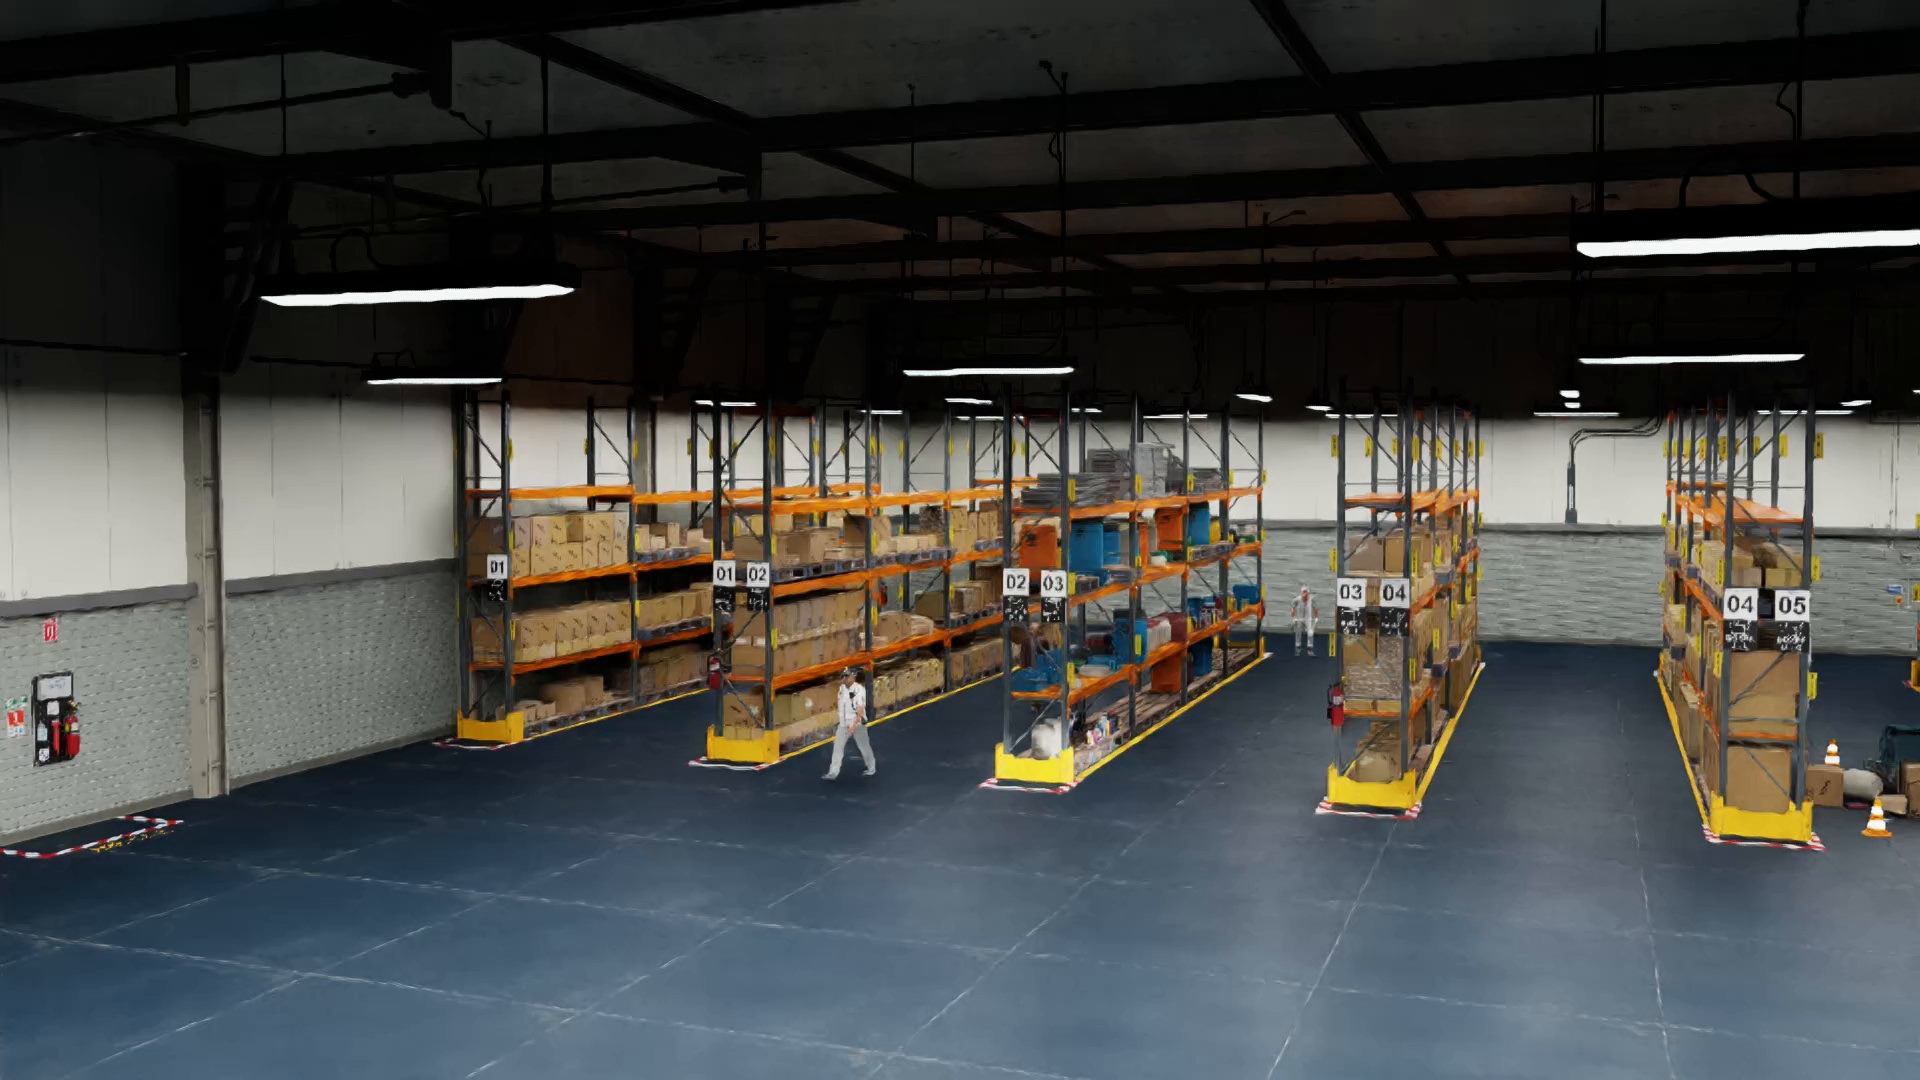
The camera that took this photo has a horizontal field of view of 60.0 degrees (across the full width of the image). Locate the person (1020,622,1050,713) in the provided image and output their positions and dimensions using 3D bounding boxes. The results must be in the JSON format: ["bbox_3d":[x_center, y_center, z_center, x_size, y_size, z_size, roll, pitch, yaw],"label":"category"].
[{"bbox_3d":[1.415,2.396,31.558,0.598,1.698,1.193,1,3,22],"label":"person"}]

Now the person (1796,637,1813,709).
[{"bbox_3d":[16.133,2.395,31.942,0.572,1.667,0.544,-2,4,-38],"label":"person"}]

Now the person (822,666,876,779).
[{"bbox_3d":[-1.642,2.748,25.128,0.533,1.707,1.040,2,4,29],"label":"person"}]

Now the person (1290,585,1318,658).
[{"bbox_3d":[8.260,1.935,39.903,0.673,1.745,0.760,0,3,7],"label":"person"}]
